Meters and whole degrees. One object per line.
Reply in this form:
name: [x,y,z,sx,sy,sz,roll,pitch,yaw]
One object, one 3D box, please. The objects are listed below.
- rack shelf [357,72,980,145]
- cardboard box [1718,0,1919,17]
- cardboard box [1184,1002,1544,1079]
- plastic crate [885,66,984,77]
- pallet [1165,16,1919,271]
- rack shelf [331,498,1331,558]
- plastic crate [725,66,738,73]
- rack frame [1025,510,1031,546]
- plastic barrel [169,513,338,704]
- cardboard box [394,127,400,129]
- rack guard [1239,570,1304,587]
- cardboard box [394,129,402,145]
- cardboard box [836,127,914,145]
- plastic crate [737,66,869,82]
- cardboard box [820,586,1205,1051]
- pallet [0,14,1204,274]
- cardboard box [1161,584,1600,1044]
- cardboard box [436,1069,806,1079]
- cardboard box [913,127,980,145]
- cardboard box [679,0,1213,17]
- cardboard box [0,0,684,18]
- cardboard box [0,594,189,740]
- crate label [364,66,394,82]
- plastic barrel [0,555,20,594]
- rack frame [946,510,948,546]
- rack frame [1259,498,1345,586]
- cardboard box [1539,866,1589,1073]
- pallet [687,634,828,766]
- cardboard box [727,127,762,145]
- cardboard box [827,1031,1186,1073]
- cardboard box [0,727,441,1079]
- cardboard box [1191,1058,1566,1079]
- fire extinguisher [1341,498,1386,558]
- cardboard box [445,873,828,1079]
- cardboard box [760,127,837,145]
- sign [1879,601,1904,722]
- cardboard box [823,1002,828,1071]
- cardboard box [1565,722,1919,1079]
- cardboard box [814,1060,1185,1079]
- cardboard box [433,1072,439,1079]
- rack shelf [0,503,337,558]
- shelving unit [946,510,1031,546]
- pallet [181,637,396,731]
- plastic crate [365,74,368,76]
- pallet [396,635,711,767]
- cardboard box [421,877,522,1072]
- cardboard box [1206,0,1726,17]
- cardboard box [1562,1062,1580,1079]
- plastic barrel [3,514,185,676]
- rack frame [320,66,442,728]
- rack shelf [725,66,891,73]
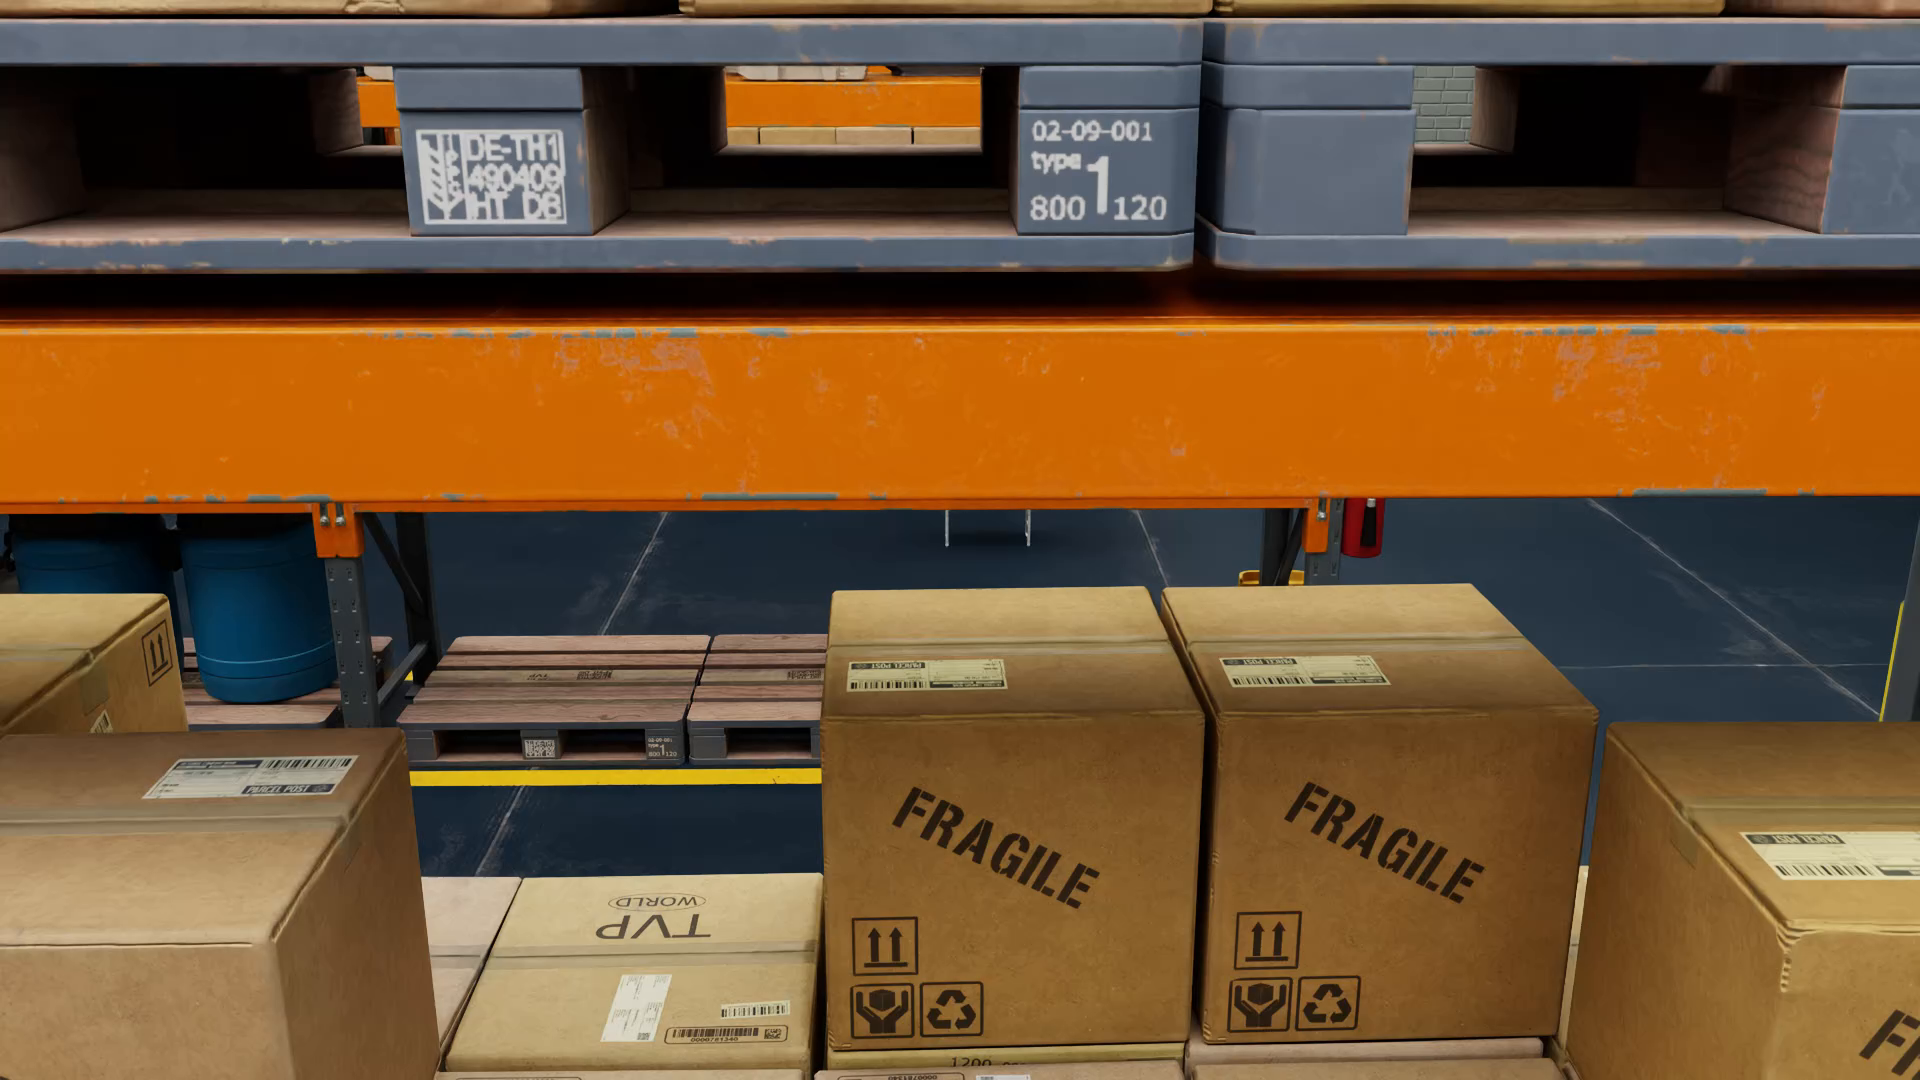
rack shelf: [-0.517,-1.700,6.702,4.000,0.370,1.077,0,18,-1]
cardboard box: [1.042,-0.815,1.753,0.500,0.500,0.700,-1,18,-4]
cardboard box: [0.557,0.743,2.578,0.500,0.250,0.500,0,18,-2]
plastic crate: [-0.049,-2.099,6.871,0.767,0.338,0.504,0,18,-1]
pallet: [0.819,-0.490,1.899,1.213,0.211,1.003,0,18,-1]
rack shelf: [-0.517,-0.271,7.160,4.000,0.370,1.077,0,18,-1]
plastic crate: [-0.738,-2.079,6.901,0.530,0.282,0.437,0,18,-1]
rack frame: [0.409,-0.573,9.870,0.015,1.200,0.240,0,18,-1]
plastic barrel: [-3.061,0.192,7.285,0.708,0.901,0.600,0,18,-1]
cardboard box: [-5.177,-4.096,15.996,0.500,0.250,0.500,0,18,0]
rack guard: [1.507,0.563,7.475,0.348,0.500,1.175,0,18,-1]
cardboard box: [-5.163,-3.735,16.098,0.500,0.500,0.500,0,18,-1]
cardboard box: [-0.569,-2.565,11.332,0.500,0.500,0.500,0,18,1]
plastic crate: [-0.579,-1.840,6.395,0.530,0.136,0.437,0,18,-1]
cardboard box: [0.059,0.389,2.457,0.500,0.500,0.500,-1,18,-2]
pallet: [-0.404,-0.483,1.878,1.213,0.211,1.003,0,18,-1]
cardboard box: [0.577,0.384,2.470,0.500,0.500,0.500,-1,18,-2]
cardboard box: [-0.456,0.911,2.056,0.500,0.250,0.500,0,18,-1]
cardboard box: [-0.056,-2.567,11.339,0.500,0.500,0.500,0,18,1]
cardboard box: [-0.039,-0.832,1.806,0.500,0.500,0.700,-1,18,-5]
cardboard box: [-0.594,-0.797,1.697,0.500,0.500,0.700,1,18,2]
cardboard box: [-1.482,0.396,2.433,0.500,0.500,0.500,0,18,0]
crate label: [-2.023,-1.821,6.335,0.466,0.136,0.293,0,18,-1]
plastic barrel: [-4.335,0.357,7.410,0.421,0.512,0.421,0,18,0]
rack frame: [-0.078,-0.571,9.863,0.015,1.200,0.240,0,18,-1]
rack frame: [1.483,-0.623,7.080,0.127,3.000,1.000,0,18,-1]
cardboard box: [1.077,0.739,2.592,0.500,0.250,0.500,-1,18,-2]
pallet: [-0.559,0.701,7.515,1.213,0.211,1.003,0,18,-1]
cardboard box: [-1.600,-2.560,11.316,0.500,0.500,0.500,-1,18,-3]
cardboard box: [0.055,0.745,2.574,0.500,0.250,0.500,-1,18,-3]
cardboard box: [-0.943,0.553,1.944,0.500,0.500,0.500,-1,18,-3]
cardboard box: [0.573,0.905,2.075,0.500,0.250,0.500,-1,18,-2]
fire extinguisher: [1.641,-0.271,6.719,0.183,0.674,0.296,0,18,-1]
cardboard box: [-0.467,0.749,2.561,0.500,0.250,0.500,-1,18,-2]
cardboard box: [-1.086,-2.562,11.323,0.500,0.500,0.500,-1,18,-2]
sign: [1.558,0.270,2.749,0.005,0.325,0.100,0,18,-1]
cardboard box: [-0.337,0.918,2.688,0.250,0.149,0.380,-1,18,-2]
cardboard box: [1.078,0.545,1.970,0.500,0.500,0.500,0,18,0]
cardboard box: [0.064,0.907,2.067,0.500,0.250,0.500,-1,18,-3]
cardboard box: [-0.949,0.911,2.056,0.500,0.250,0.500,0,18,1]
rack shelf: [-4.517,-0.252,7.100,4.000,0.370,1.077,0,18,-1]
shelving unit: [0.166,-0.572,9.867,0.503,1.200,0.258,0,18,-1]
pallet: [-3.289,0.715,7.474,1.213,0.211,1.003,0,18,-1]
plastic crate: [-2.098,-2.026,6.889,0.662,0.188,0.450,0,18,-1]
pallet: [-1.782,0.708,7.494,1.213,0.211,1.003,0,18,-1]
cardboard box: [-0.974,0.750,2.557,0.500,0.250,0.500,0,18,0]
cardboard box: [0.477,-0.849,1.859,0.500,0.500,0.700,-1,18,-3]
cardboard box: [1.081,0.902,2.082,0.500,0.250,0.500,-1,18,-2]
plastic barrel: [-3.769,0.196,7.274,0.708,0.901,0.600,0,18,-1]
rack frame: [-2.517,-0.604,7.020,0.127,3.000,1.000,0,18,-1]
rack shelf: [-0.592,-3.212,11.418,4.000,0.370,1.077,0,18,-1]
